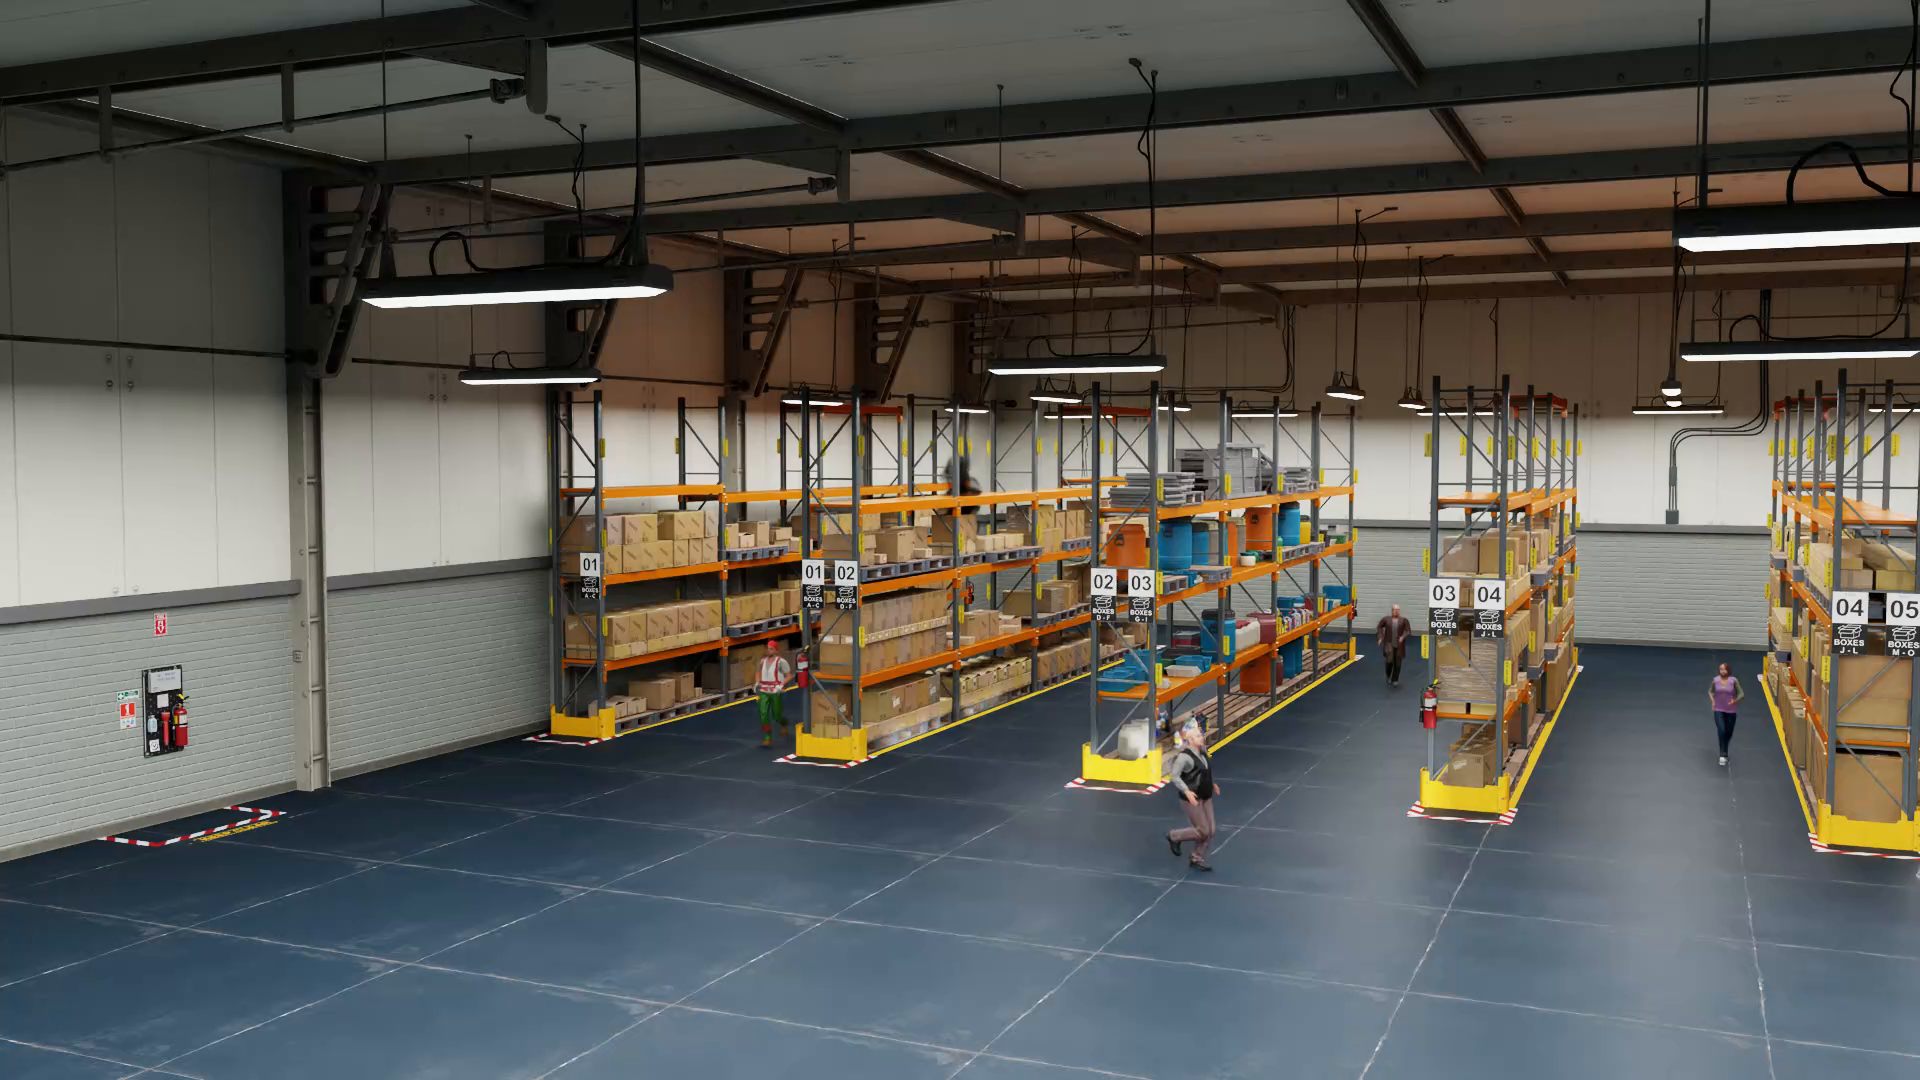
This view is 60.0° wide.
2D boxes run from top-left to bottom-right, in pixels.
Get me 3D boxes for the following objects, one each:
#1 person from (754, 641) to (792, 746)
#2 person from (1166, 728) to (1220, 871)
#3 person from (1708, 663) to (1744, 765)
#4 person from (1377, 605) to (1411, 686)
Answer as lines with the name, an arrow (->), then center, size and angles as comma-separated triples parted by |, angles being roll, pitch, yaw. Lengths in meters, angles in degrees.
person -> -3.152, 2.563, 28.078 | 0.691, 1.748, 0.804 | 1, 3, 19
person -> 2.777, 3.076, 19.786 | 0.586, 1.679, 0.659 | 3, 4, 40
person -> 12.223, 2.750, 26.550 | 0.532, 1.597, 0.756 | 2, 4, 27
person -> 9.055, 2.309, 34.703 | 0.684, 1.537, 0.741 | 1, 3, 12
